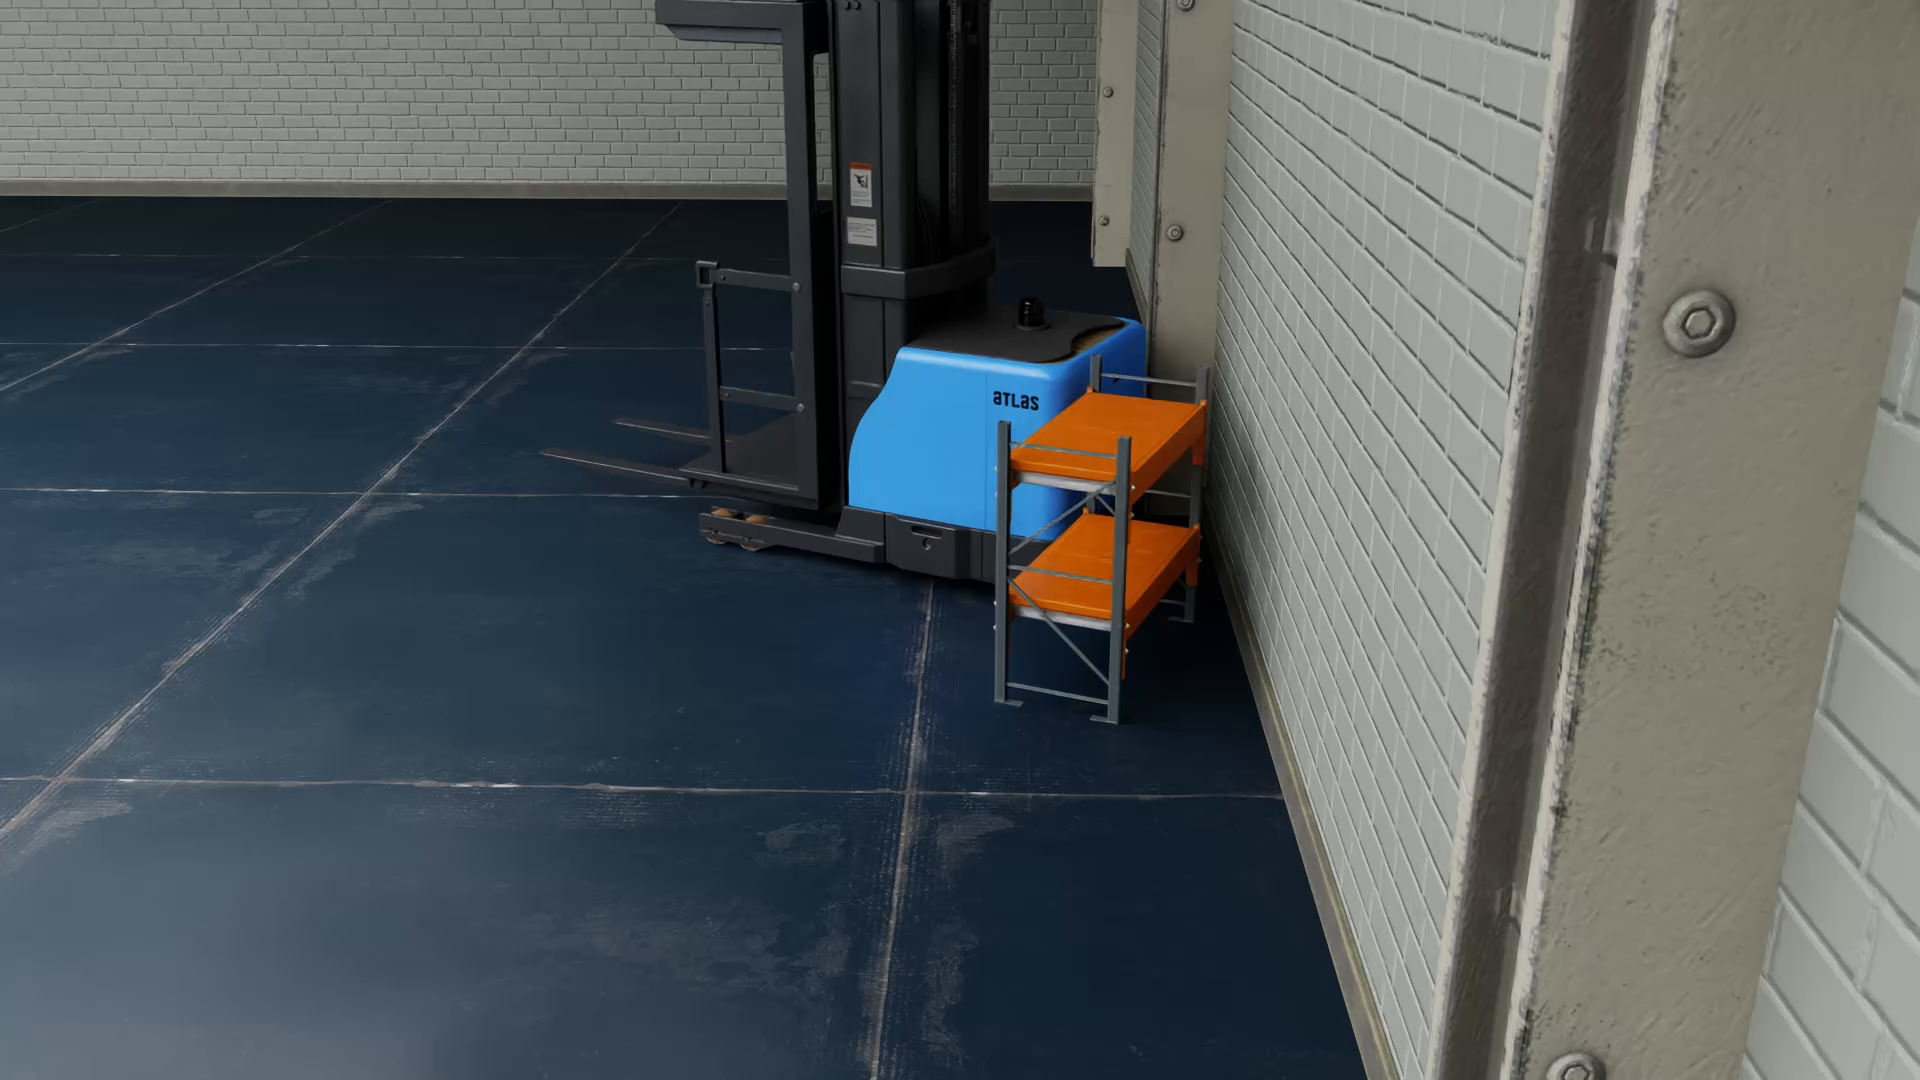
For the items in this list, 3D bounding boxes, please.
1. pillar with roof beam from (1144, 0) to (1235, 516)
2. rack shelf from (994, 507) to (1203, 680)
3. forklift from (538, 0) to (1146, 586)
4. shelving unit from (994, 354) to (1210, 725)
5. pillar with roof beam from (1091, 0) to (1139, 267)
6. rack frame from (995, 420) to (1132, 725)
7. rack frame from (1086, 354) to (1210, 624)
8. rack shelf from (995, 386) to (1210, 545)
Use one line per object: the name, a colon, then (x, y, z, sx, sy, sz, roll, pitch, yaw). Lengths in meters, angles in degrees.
pillar with roof beam: (-3.211, -4.438, 7.028, 9.100, 9.000, 0.400, 1, 21, 2)
rack shelf: (0.573, 0.189, 6.663, 0.538, 0.278, 1.000, 9, 23, 22)
forklift: (-0.679, -1.471, 7.768, 3.031, 2.935, 1.130, 10, 23, 25)
shelving unit: (0.573, -0.039, 6.575, 0.538, 1.125, 1.048, 9, 23, 22)
pillar with roof beam: (-3.028, -6.608, 12.619, 9.100, 9.000, 0.400, 1, 21, 2)
rack frame: (0.370, 0.129, 6.140, 0.500, 1.125, 0.032, 9, 23, 22)
rack frame: (0.775, -0.208, 7.010, 0.500, 1.125, 0.032, 9, 23, 22)
rack shelf: (0.573, -0.312, 6.469, 0.538, 0.278, 1.000, 9, 23, 22)
